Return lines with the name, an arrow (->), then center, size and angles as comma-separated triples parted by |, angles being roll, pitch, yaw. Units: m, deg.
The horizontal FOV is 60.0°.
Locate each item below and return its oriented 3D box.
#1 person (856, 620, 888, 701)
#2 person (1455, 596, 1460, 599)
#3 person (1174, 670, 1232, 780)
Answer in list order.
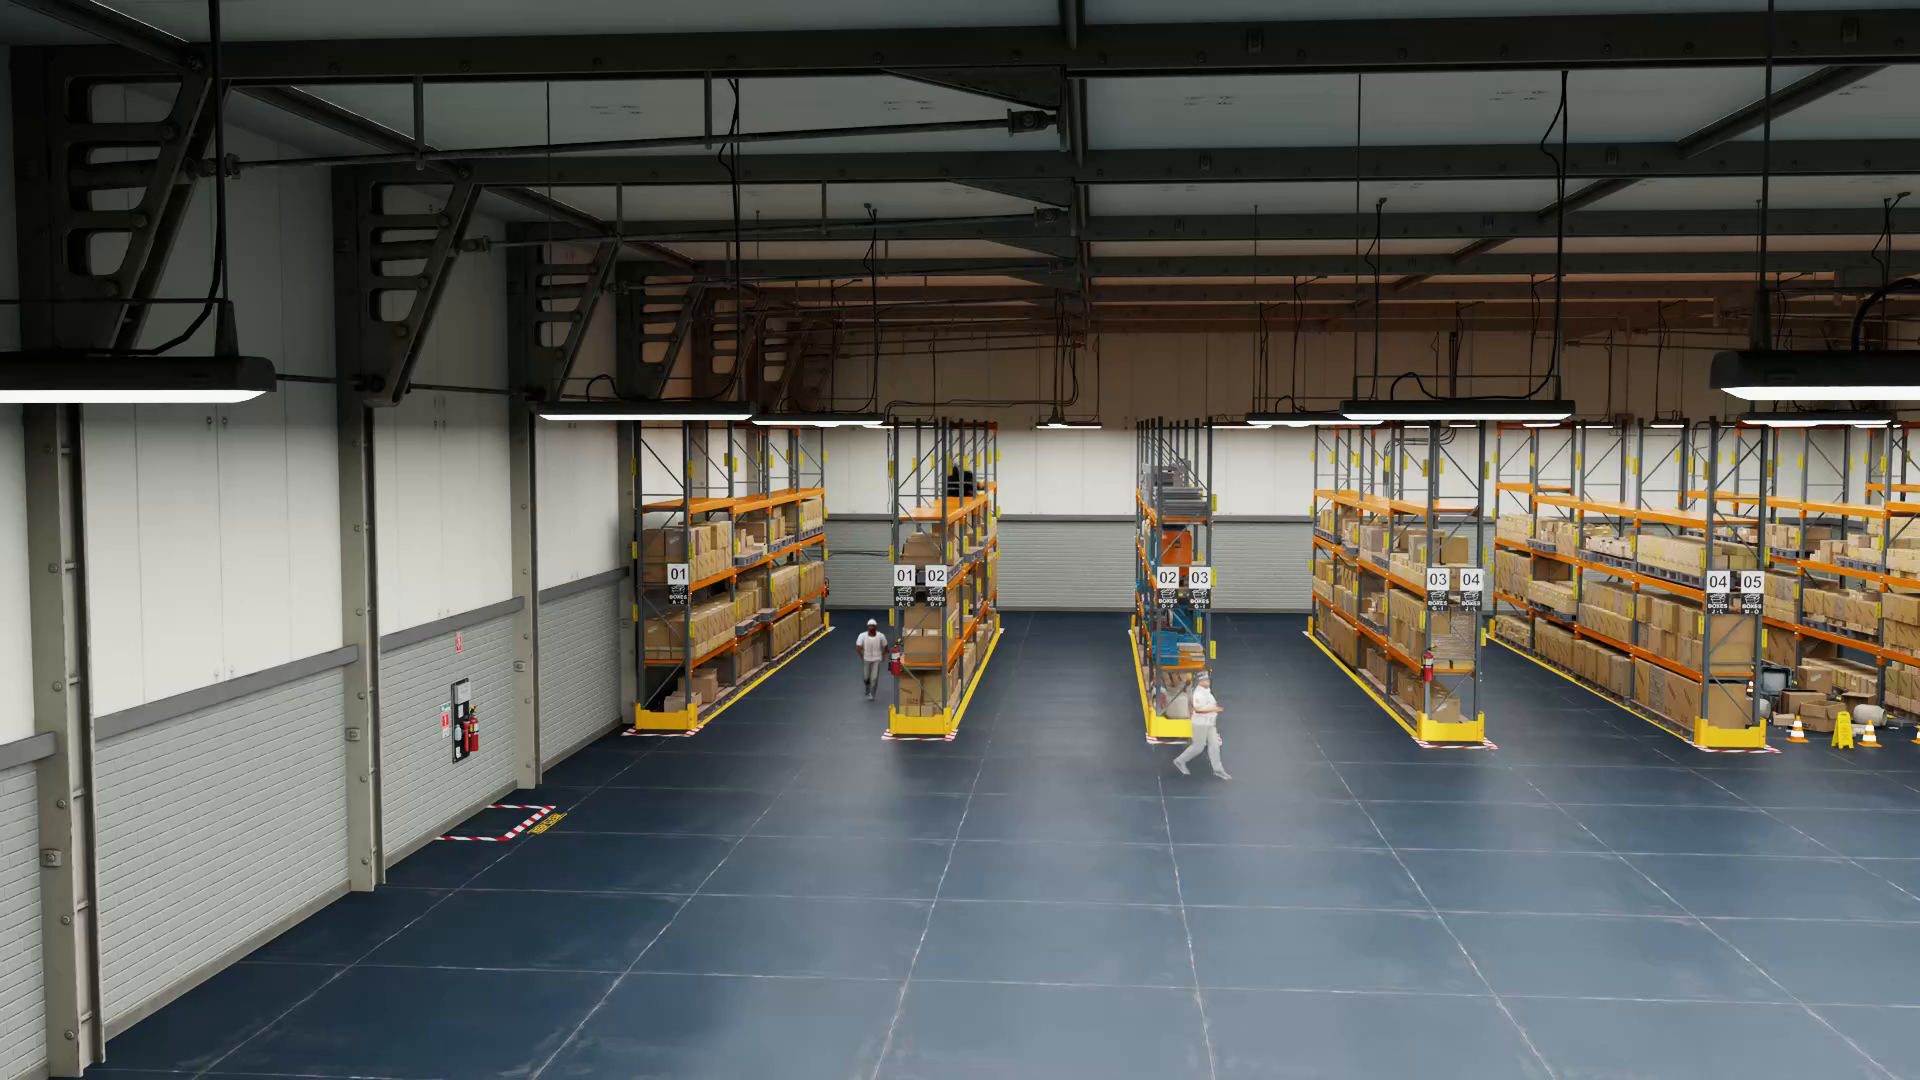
person -> -1.875, 2.547, 35.443 | 0.690, 1.721, 0.606 | 0, 4, -3
person -> 13.529, 1.867, 46.039 | 0.700, 1.727, 0.751 | 3, 5, 36
person -> 4.001, 3.029, 27.329 | 0.956, 1.791, 0.659 | 2, 4, 28
